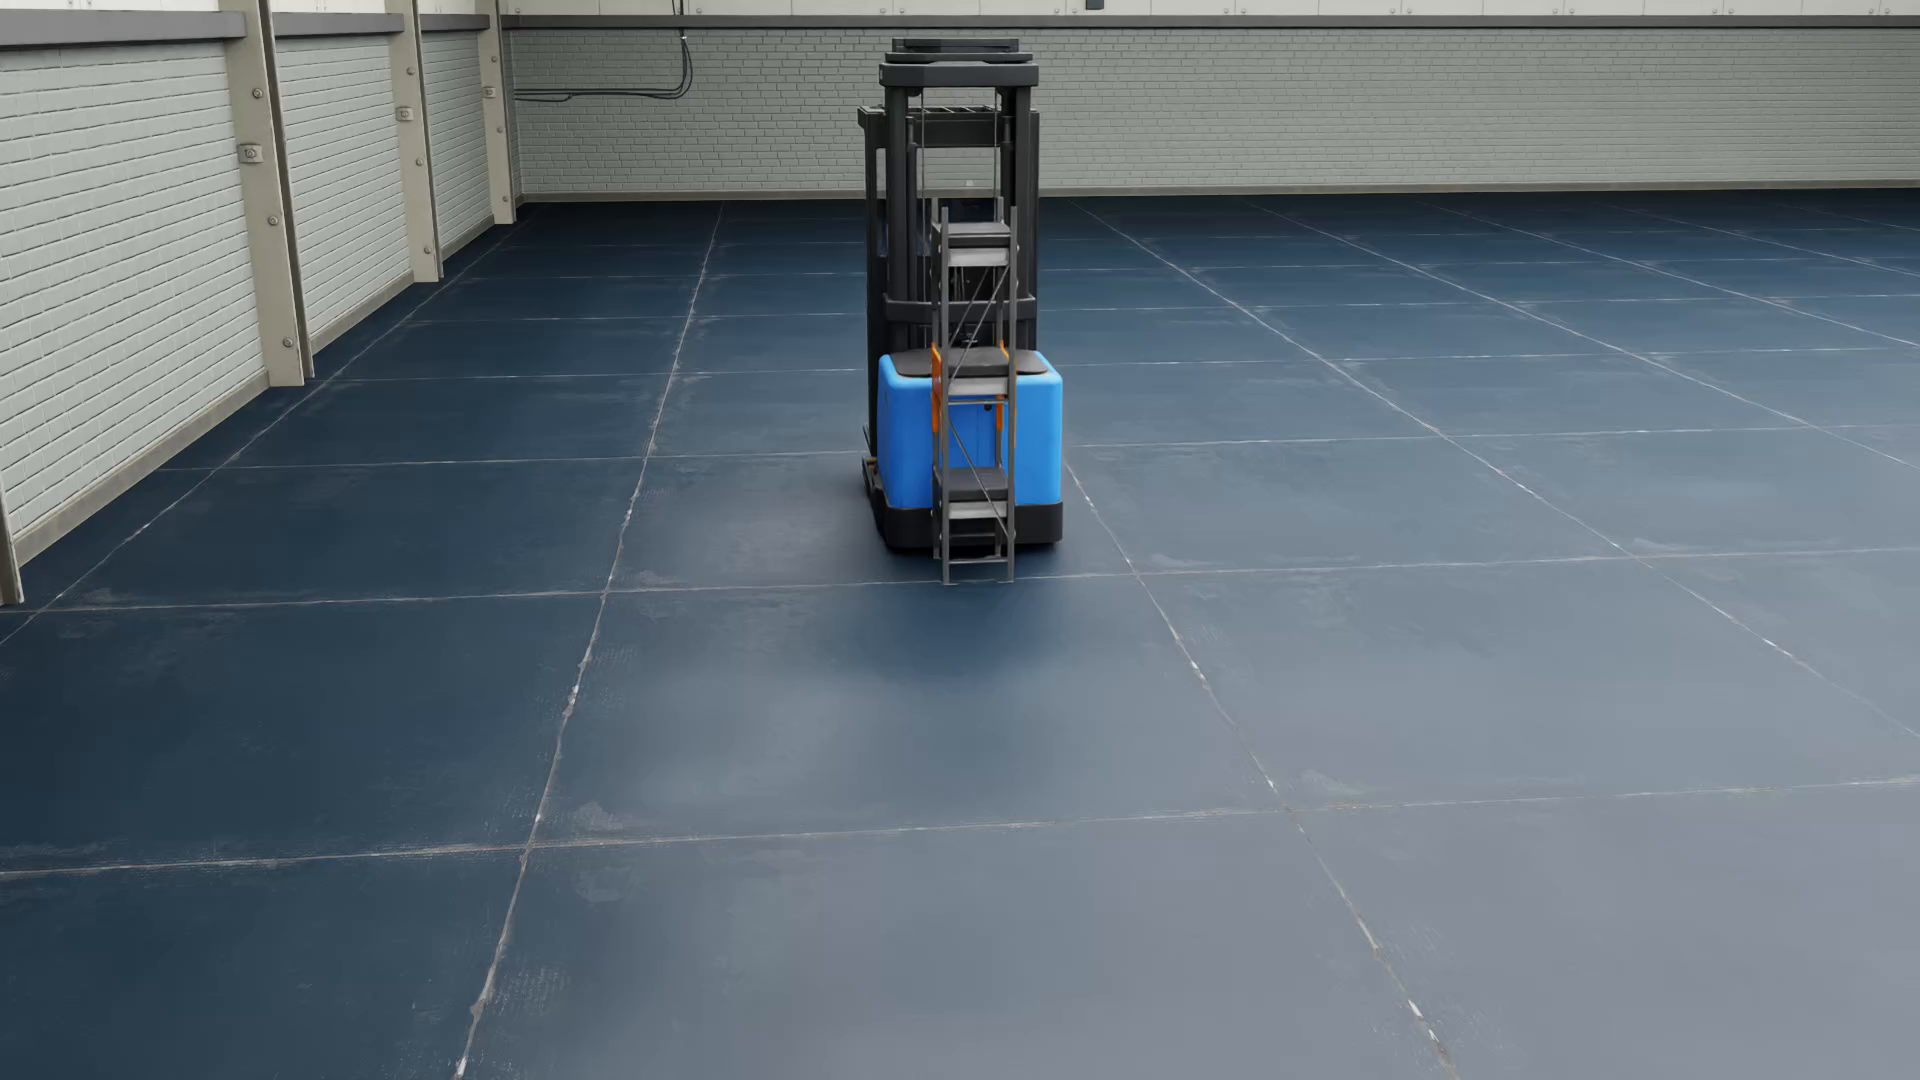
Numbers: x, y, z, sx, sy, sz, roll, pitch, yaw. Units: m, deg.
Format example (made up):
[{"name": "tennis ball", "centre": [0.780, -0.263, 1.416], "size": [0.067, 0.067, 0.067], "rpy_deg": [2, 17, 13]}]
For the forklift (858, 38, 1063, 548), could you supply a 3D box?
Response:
[{"name": "forklift", "centre": [-0.079, -1.747, 10.847], "size": [1.130, 2.935, 3.031], "rpy_deg": [-2, 18, -7]}]

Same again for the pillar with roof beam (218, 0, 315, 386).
[{"name": "pillar with roof beam", "centre": [-1.603, -5.821, 13.696], "size": [9.100, 9.000, 0.400], "rpy_deg": [-2, 18, -6]}]

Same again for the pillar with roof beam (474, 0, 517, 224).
[{"name": "pillar with roof beam", "centre": [-2.841, -9.396, 25.084], "size": [9.100, 9.000, 0.400], "rpy_deg": [-2, 18, -6]}]

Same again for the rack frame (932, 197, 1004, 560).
[{"name": "rack frame", "centre": [0.042, -0.893, 9.515], "size": [0.400, 2.100, 0.015], "rpy_deg": [-2, 18, -7]}]

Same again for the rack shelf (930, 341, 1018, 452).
[{"name": "rack shelf", "centre": [0.072, -0.807, 9.288], "size": [0.431, 0.518, 0.480], "rpy_deg": [-2, 18, -7]}]

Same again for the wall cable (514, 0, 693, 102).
[{"name": "wall cable", "centre": [-6.112, -8.701, 28.051], "size": [3.097, 2.526, 0.112], "rpy_deg": [-2, 18, -6]}]

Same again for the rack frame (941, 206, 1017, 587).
[{"name": "rack frame", "centre": [0.102, -0.748, 9.053], "size": [0.400, 2.100, 0.015], "rpy_deg": [-2, 18, -7]}]

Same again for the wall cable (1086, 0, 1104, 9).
[{"name": "wall cable", "centre": [3.333, -12.093, 27.996], "size": [2.305, 6.003, 0.169], "rpy_deg": [-2, 18, -6]}]

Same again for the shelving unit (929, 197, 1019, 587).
[{"name": "shelving unit", "centre": [0.072, -0.820, 9.284], "size": [0.431, 2.100, 0.503], "rpy_deg": [-2, 18, -7]}]

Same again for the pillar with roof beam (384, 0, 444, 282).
[{"name": "pillar with roof beam", "centre": [-2.222, -7.609, 19.390], "size": [9.100, 9.000, 0.400], "rpy_deg": [-2, 18, -6]}]

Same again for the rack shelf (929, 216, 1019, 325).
[{"name": "rack shelf", "centre": [0.072, -1.475, 9.078], "size": [0.431, 0.518, 0.480], "rpy_deg": [-2, 18, -7]}]

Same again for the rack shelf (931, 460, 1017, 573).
[{"name": "rack shelf", "centre": [0.072, -0.139, 9.498], "size": [0.431, 0.518, 0.480], "rpy_deg": [-2, 18, -7]}]

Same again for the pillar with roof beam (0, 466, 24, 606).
[{"name": "pillar with roof beam", "centre": [-0.984, -4.034, 8.002], "size": [9.100, 9.000, 0.400], "rpy_deg": [-2, 18, -6]}]
